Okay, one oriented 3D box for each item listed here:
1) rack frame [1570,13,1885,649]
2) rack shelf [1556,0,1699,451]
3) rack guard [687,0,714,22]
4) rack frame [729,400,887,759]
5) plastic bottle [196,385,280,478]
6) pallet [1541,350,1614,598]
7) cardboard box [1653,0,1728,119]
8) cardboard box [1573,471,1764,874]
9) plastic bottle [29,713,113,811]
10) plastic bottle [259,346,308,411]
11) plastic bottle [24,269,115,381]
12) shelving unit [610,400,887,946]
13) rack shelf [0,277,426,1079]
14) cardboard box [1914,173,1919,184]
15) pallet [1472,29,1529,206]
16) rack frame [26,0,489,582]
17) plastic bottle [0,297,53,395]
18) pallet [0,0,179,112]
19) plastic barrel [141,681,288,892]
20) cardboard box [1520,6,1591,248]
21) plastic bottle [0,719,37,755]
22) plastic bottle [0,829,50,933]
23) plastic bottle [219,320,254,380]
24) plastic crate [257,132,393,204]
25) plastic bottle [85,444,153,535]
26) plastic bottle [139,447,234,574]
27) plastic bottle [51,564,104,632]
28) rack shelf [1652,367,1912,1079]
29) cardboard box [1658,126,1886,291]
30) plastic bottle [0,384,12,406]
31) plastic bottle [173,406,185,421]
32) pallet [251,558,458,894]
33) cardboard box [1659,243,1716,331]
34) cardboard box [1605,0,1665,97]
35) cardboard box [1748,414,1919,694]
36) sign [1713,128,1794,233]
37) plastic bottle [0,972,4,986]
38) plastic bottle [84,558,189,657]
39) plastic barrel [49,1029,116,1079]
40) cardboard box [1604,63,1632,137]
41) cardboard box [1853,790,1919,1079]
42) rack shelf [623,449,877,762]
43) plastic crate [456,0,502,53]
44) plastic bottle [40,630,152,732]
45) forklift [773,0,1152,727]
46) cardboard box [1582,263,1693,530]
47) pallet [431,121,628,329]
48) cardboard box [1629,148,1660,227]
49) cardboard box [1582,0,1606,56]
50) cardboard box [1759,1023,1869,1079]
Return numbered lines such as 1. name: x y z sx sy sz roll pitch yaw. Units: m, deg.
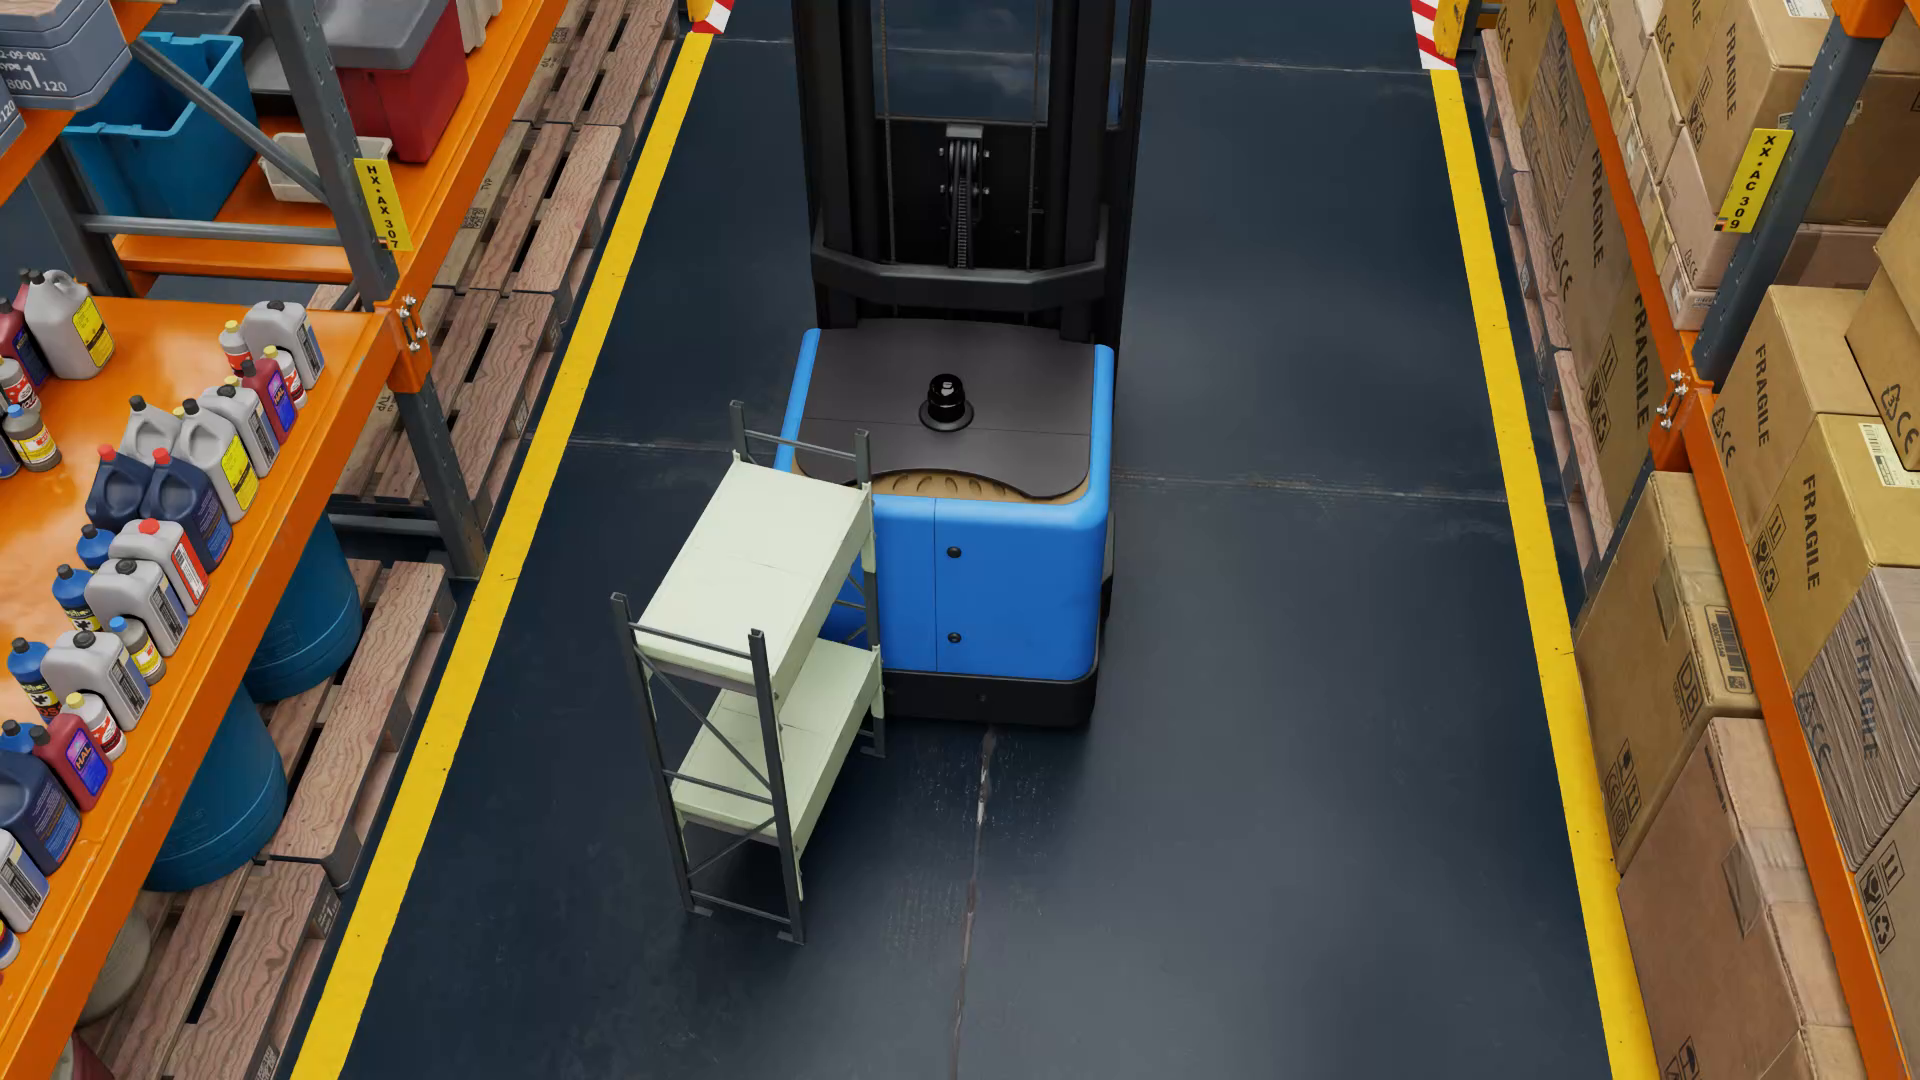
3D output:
1. rack frame: 2.675 -0.604 4.770 1.000 3.000 0.127 4 48 4
2. rack shelf: 2.857 -1.831 6.379 1.077 0.370 4.000 4 48 4
3. rack guard: -1.903 -3.051 8.702 1.175 0.500 0.348 4 48 4
4. rack frame: -0.439 0.174 5.074 0.400 1.500 0.023 14 49 12
5. plastic bottle: -2.004 -0.315 4.590 0.152 0.276 0.135 4 48 4
6. pallet: 2.822 -0.216 6.305 1.003 0.211 1.213 4 48 4
7. cardboard box: 2.501 -1.631 5.100 0.500 0.500 0.500 4 48 4
8. cardboard box: 2.637 0.443 4.967 1.225 0.875 0.875 4 48 4
9. plastic bottle: -2.059 0.495 3.844 0.061 0.283 0.133 4 48 4
10. plastic bottle: -1.954 -0.472 4.783 0.097 0.201 0.097 0 48 0
11. plastic bottle: -2.616 -0.654 4.849 0.144 0.351 0.185 4 48 4
12. shelving unit: -0.553 0.431 4.839 0.431 1.500 0.755 14 49 12
13. rack shelf: -2.439 0.775 3.996 1.077 0.370 4.000 4 48 4
14. cardboard box: 2.973 -1.242 4.745 0.500 0.500 0.500 4 48 4
15. pallet: 3.045 -2.009 7.945 1.003 0.211 1.213 4 48 4
16. rack frame: -2.257 -0.937 5.074 1.000 3.000 0.127 4 48 4
17. plastic bottle: -2.728 -0.559 4.807 0.061 0.283 0.133 4 48 4
18. pallet: -2.231 -1.303 3.504 1.213 0.211 1.003 4 48 4
19. plastic barrel: -2.388 0.548 4.853 0.600 0.901 0.708 4 48 4
20. cardboard box: 2.978 -1.824 7.040 0.875 0.875 0.875 4 48 4
21. plastic bottle: -2.140 0.507 3.841 0.097 0.271 0.097 0 48 0
22. plastic bottle: -2.134 0.729 3.635 0.152 0.276 0.135 4 48 4
23. plastic bottle: -2.097 -0.553 4.858 0.097 0.201 0.097 0 48 0
24. plastic crate: -2.072 -1.201 5.453 0.396 0.136 0.243 4 48 4
25. plastic bottle: -2.175 -0.097 4.339 0.144 0.351 0.185 4 48 4
26. plastic bottle: -2.032 -0.087 4.330 0.144 0.351 0.185 4 48 4
27. plastic bottle: -2.189 0.161 4.157 0.097 0.271 0.097 0 48 0
28. rack shelf: 2.493 1.108 3.691 1.077 0.370 4.000 4 48 4
29. cardboard box: 2.454 -0.996 5.028 0.500 0.250 0.500 3 48 3
30. plastic bottle: -2.729 -0.397 4.668 0.097 0.271 0.097 0 48 0
31. plastic bottle: -2.130 -0.285 4.612 0.097 0.201 0.097 0 48 0
32. pallet: -2.369 0.568 5.587 1.003 0.211 1.213 4 48 4
33. cardboard box: 2.377 -0.765 5.087 0.380 0.149 0.250 4 48 4
34. cardboard box: 2.545 -1.751 5.719 0.500 0.250 0.500 5 48 4
35. cardboard box: 2.339 0.053 4.101 0.500 0.500 0.500 4 48 4
36. sign: 2.122 -0.959 4.454 0.100 0.325 0.005 4 48 4
37. plastic bottle: -2.110 0.899 3.474 0.061 0.283 0.133 4 48 4
38. plastic bottle: -2.063 0.154 4.160 0.152 0.276 0.135 4 48 4
39. plastic barrel: -2.491 1.484 4.210 0.600 0.588 0.708 4 48 4
40. cardboard box: 2.470 -1.522 5.779 0.380 0.149 0.250 5 48 4
41. cardboard box: 2.251 0.801 3.417 0.500 0.500 0.500 5 48 4
42. rack shelf: -0.553 0.168 4.551 0.431 0.370 0.720 14 49 12
43. plastic crate: -1.935 -2.027 6.111 0.437 0.282 0.530 4 48 4
44. plastic bottle: -2.084 0.324 4.005 0.152 0.276 0.135 4 48 4
45. forklift: 0.055 -1.452 5.592 1.130 2.935 3.031 4 48 3
46. cardboard box: 2.815 -0.508 5.837 0.875 0.875 0.875 4 48 4
47. pallet: -2.120 -1.438 7.422 1.003 0.211 1.213 4 48 4
48. cardboard box: 2.424 -1.143 5.433 0.380 0.149 0.250 3 48 3
49. cardboard box: 2.518 -1.897 6.122 0.380 0.149 0.250 5 48 4
50. cardboard box: 2.483 1.750 3.772 1.225 0.875 0.875 4 48 4
